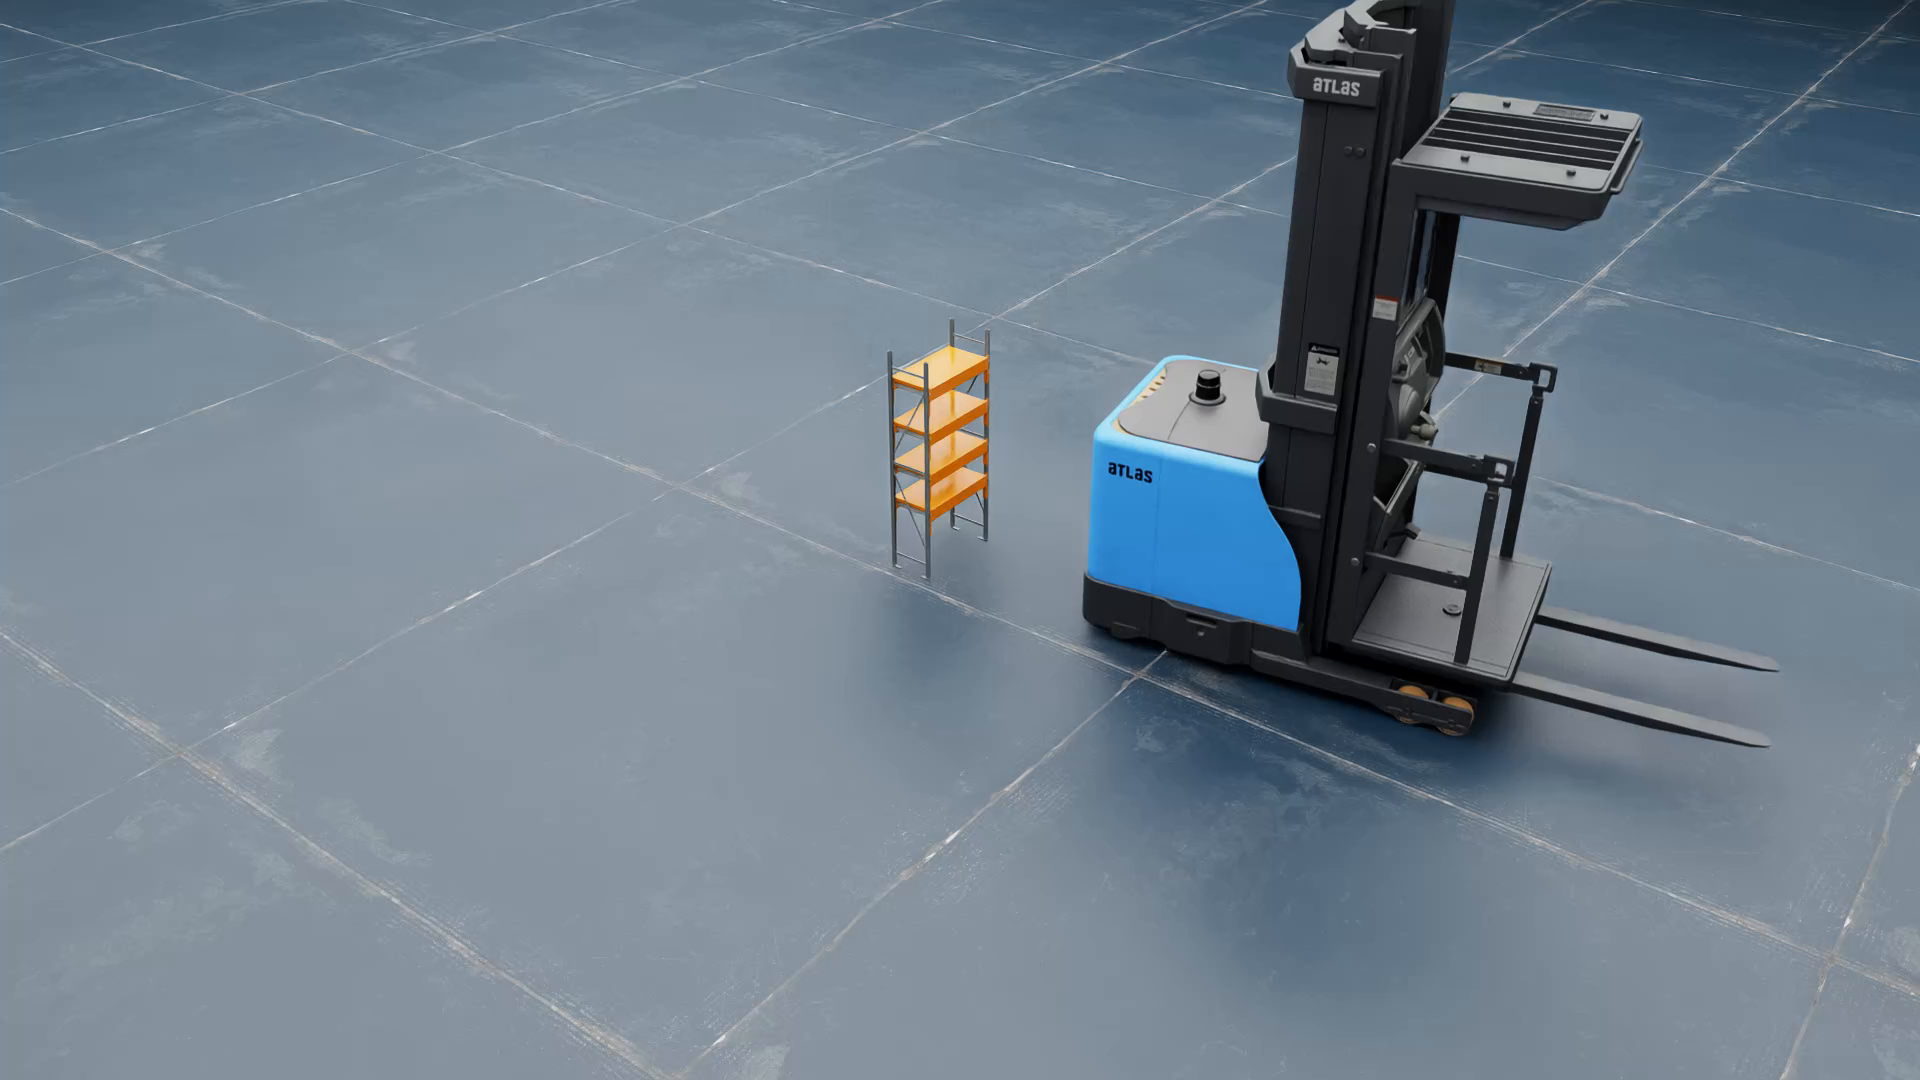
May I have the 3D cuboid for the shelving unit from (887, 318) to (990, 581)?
[{"bbox_3d":[-0.100,-0.449,8.331,0.258,1.200,0.503,21,37,31],"label":"shelving unit"}]

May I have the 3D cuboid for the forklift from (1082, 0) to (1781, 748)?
[{"bbox_3d":[2.142,-0.712,7.076,3.031,2.935,1.130,14,34,23],"label":"forklift"}]

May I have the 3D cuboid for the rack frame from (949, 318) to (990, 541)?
[{"bbox_3d":[0.047,-0.548,8.498,0.240,1.200,0.015,21,37,31],"label":"rack frame"}]

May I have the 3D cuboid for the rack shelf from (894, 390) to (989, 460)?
[{"bbox_3d":[-0.100,-0.583,8.251,0.258,0.148,0.480,21,37,31],"label":"rack shelf"}]

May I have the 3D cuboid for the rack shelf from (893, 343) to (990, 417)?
[{"bbox_3d":[-0.100,-0.787,8.130,0.258,0.148,0.480,21,37,31],"label":"rack shelf"}]

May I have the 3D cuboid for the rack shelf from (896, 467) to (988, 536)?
[{"bbox_3d":[-0.100,-0.220,8.466,0.258,0.148,0.480,21,37,31],"label":"rack shelf"}]

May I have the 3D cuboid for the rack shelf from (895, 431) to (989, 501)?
[{"bbox_3d":[-0.100,-0.391,8.365,0.258,0.148,0.480,21,37,31],"label":"rack shelf"}]

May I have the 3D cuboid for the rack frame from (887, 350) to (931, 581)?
[{"bbox_3d":[-0.247,-0.350,8.163,0.240,1.200,0.015,21,37,31],"label":"rack frame"}]
